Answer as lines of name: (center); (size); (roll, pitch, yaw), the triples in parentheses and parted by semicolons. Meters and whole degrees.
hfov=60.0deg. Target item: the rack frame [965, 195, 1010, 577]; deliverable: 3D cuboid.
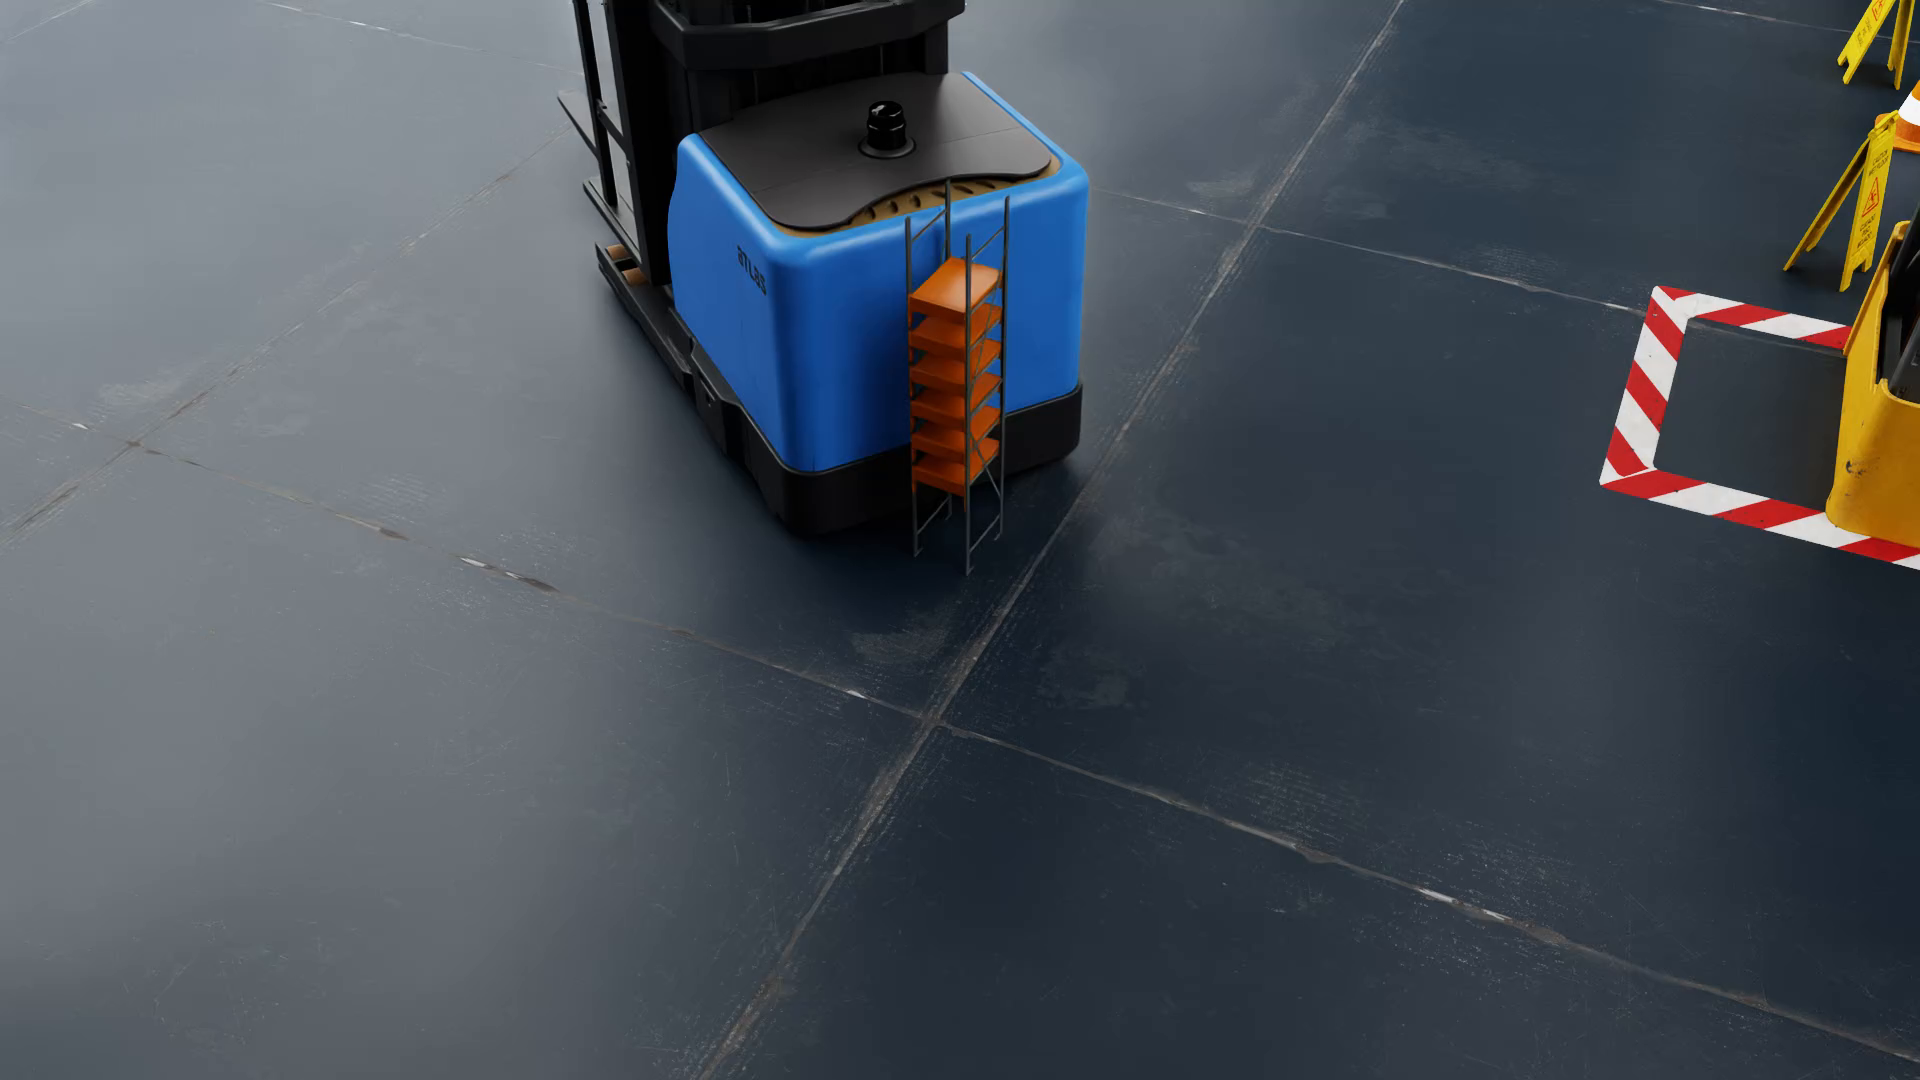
rack frame: (0.075, -0.408, 4.805); (0.006, 1.200, 0.240); (20, 45, 21)

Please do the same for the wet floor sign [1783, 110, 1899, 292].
wet floor sign: (3.373, -1.300, 6.257); (0.267, 0.644, 0.232); (-33, 51, -32)

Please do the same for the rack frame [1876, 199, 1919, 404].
rack frame: (3.093, -1.502, 4.693); (0.127, 3.000, 1.000); (17, 44, 19)

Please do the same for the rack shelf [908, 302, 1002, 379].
rack shelf: (-0.005, -0.585, 4.710); (0.180, 0.103, 0.258); (20, 45, 21)

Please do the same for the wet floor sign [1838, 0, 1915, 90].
wet floor sign: (4.230, -2.411, 7.539); (0.232, 0.644, 0.267); (10, 42, 11)

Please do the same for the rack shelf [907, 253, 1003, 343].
rack shelf: (-0.005, -0.676, 4.631); (0.180, 0.103, 0.258); (20, 45, 21)

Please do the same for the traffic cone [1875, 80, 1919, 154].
traffic cone: (4.189, -1.943, 7.138); (0.334, 0.463, 0.336); (17, 44, 19)

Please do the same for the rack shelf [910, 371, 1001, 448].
rack shelf: (-0.005, -0.403, 4.867); (0.180, 0.103, 0.258); (20, 45, 21)

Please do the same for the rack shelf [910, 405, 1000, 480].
rack shelf: (-0.005, -0.313, 4.946); (0.180, 0.103, 0.258); (20, 45, 21)

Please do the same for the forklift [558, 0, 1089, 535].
forklift: (-0.728, -2.082, 5.414); (1.130, 2.935, 3.031); (-19, 44, -20)

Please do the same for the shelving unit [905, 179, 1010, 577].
shelving unit: (-0.005, -0.437, 4.838); (0.189, 1.200, 0.258); (20, 45, 21)

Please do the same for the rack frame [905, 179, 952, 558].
rack frame: (-0.086, -0.466, 4.871); (0.006, 1.200, 0.240); (20, 45, 21)

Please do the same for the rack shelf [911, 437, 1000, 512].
rack shelf: (-0.005, -0.222, 5.024); (0.180, 0.103, 0.258); (20, 45, 21)

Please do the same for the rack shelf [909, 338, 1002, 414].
rack shelf: (-0.005, -0.494, 4.789); (0.180, 0.103, 0.258); (20, 45, 21)

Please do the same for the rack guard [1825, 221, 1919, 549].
rack guard: (3.161, -0.536, 5.487); (0.348, 0.500, 1.175); (17, 44, 19)
